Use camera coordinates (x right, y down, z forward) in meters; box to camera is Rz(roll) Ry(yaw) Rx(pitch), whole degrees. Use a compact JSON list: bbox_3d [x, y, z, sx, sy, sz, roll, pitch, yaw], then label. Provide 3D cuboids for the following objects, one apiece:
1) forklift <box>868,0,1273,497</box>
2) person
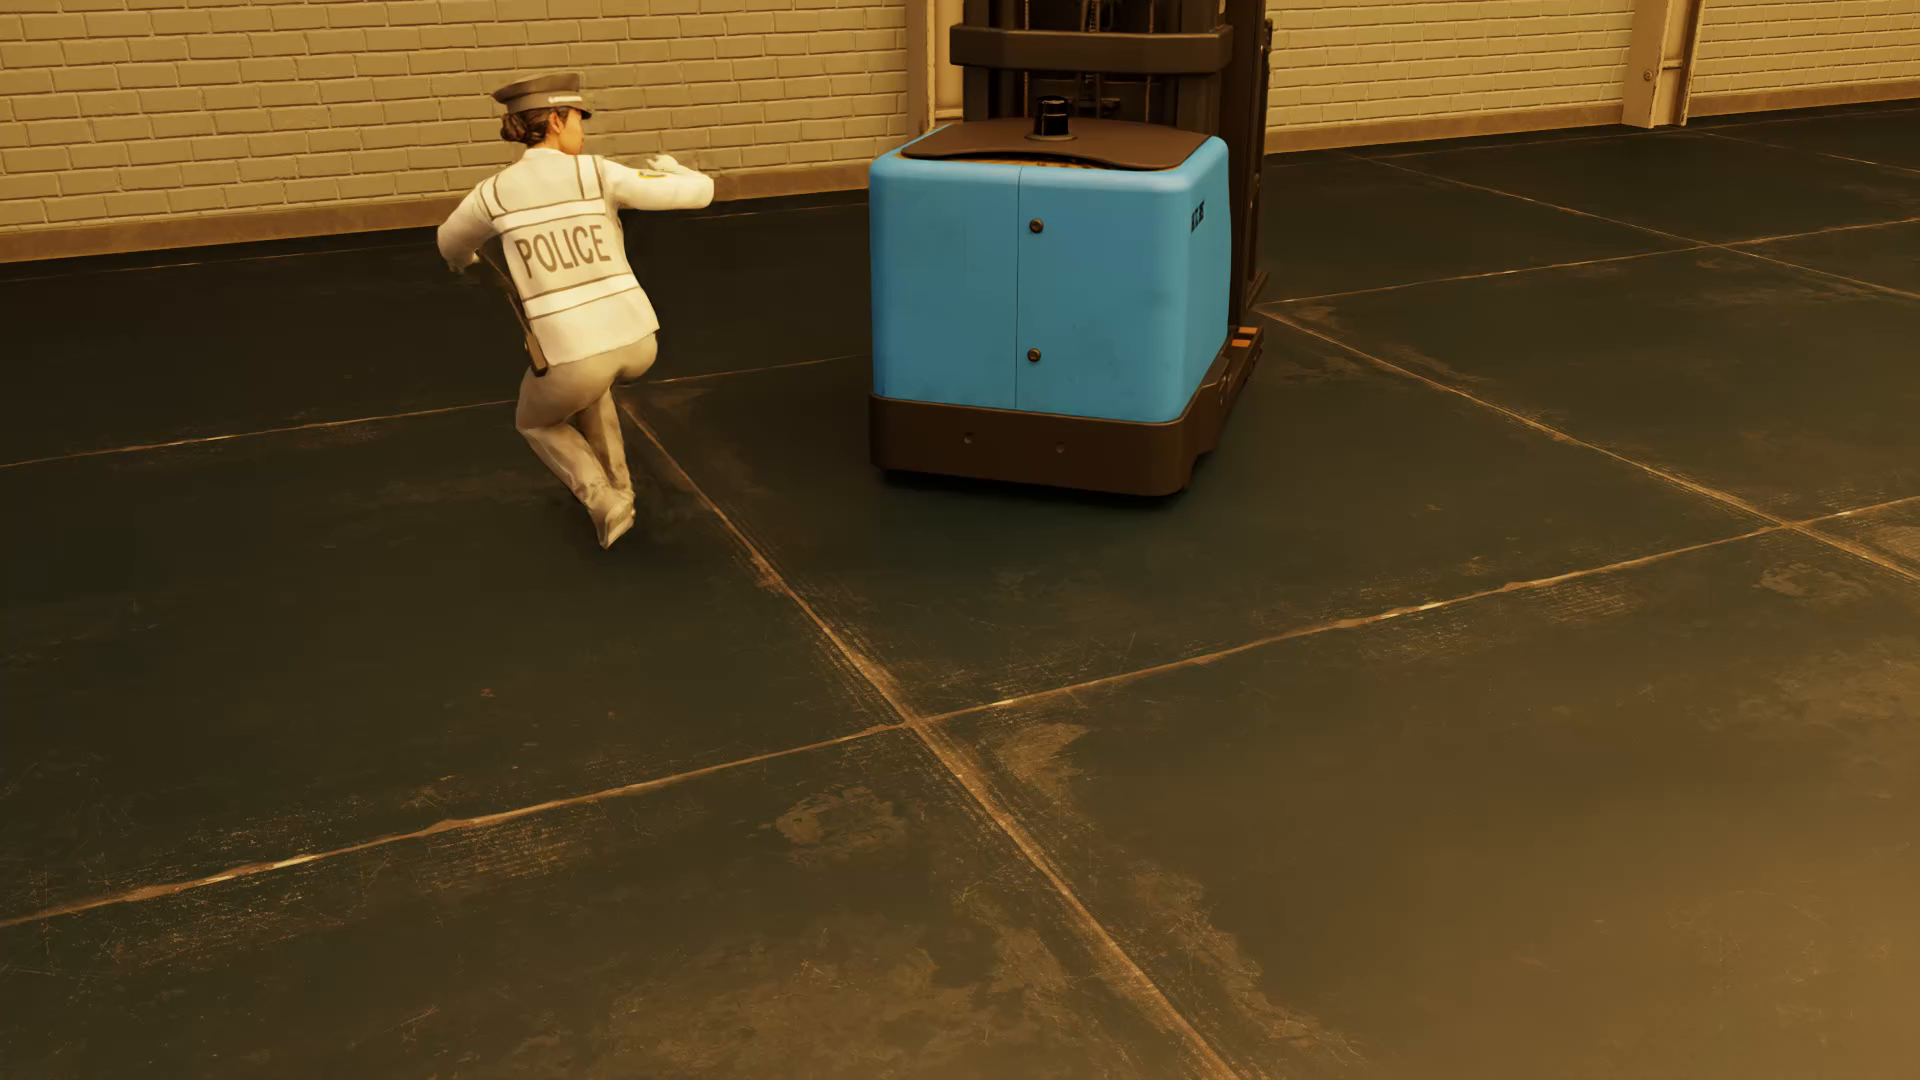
[{"bbox_3d":[0.618,-2.028,6.167,1.130,2.935,3.031,7,23,16],"label":"forklift"},{"bbox_3d":[-1.153,-0.700,4.988,0.708,1.401,0.945,-12,26,-27],"label":"person"}]
